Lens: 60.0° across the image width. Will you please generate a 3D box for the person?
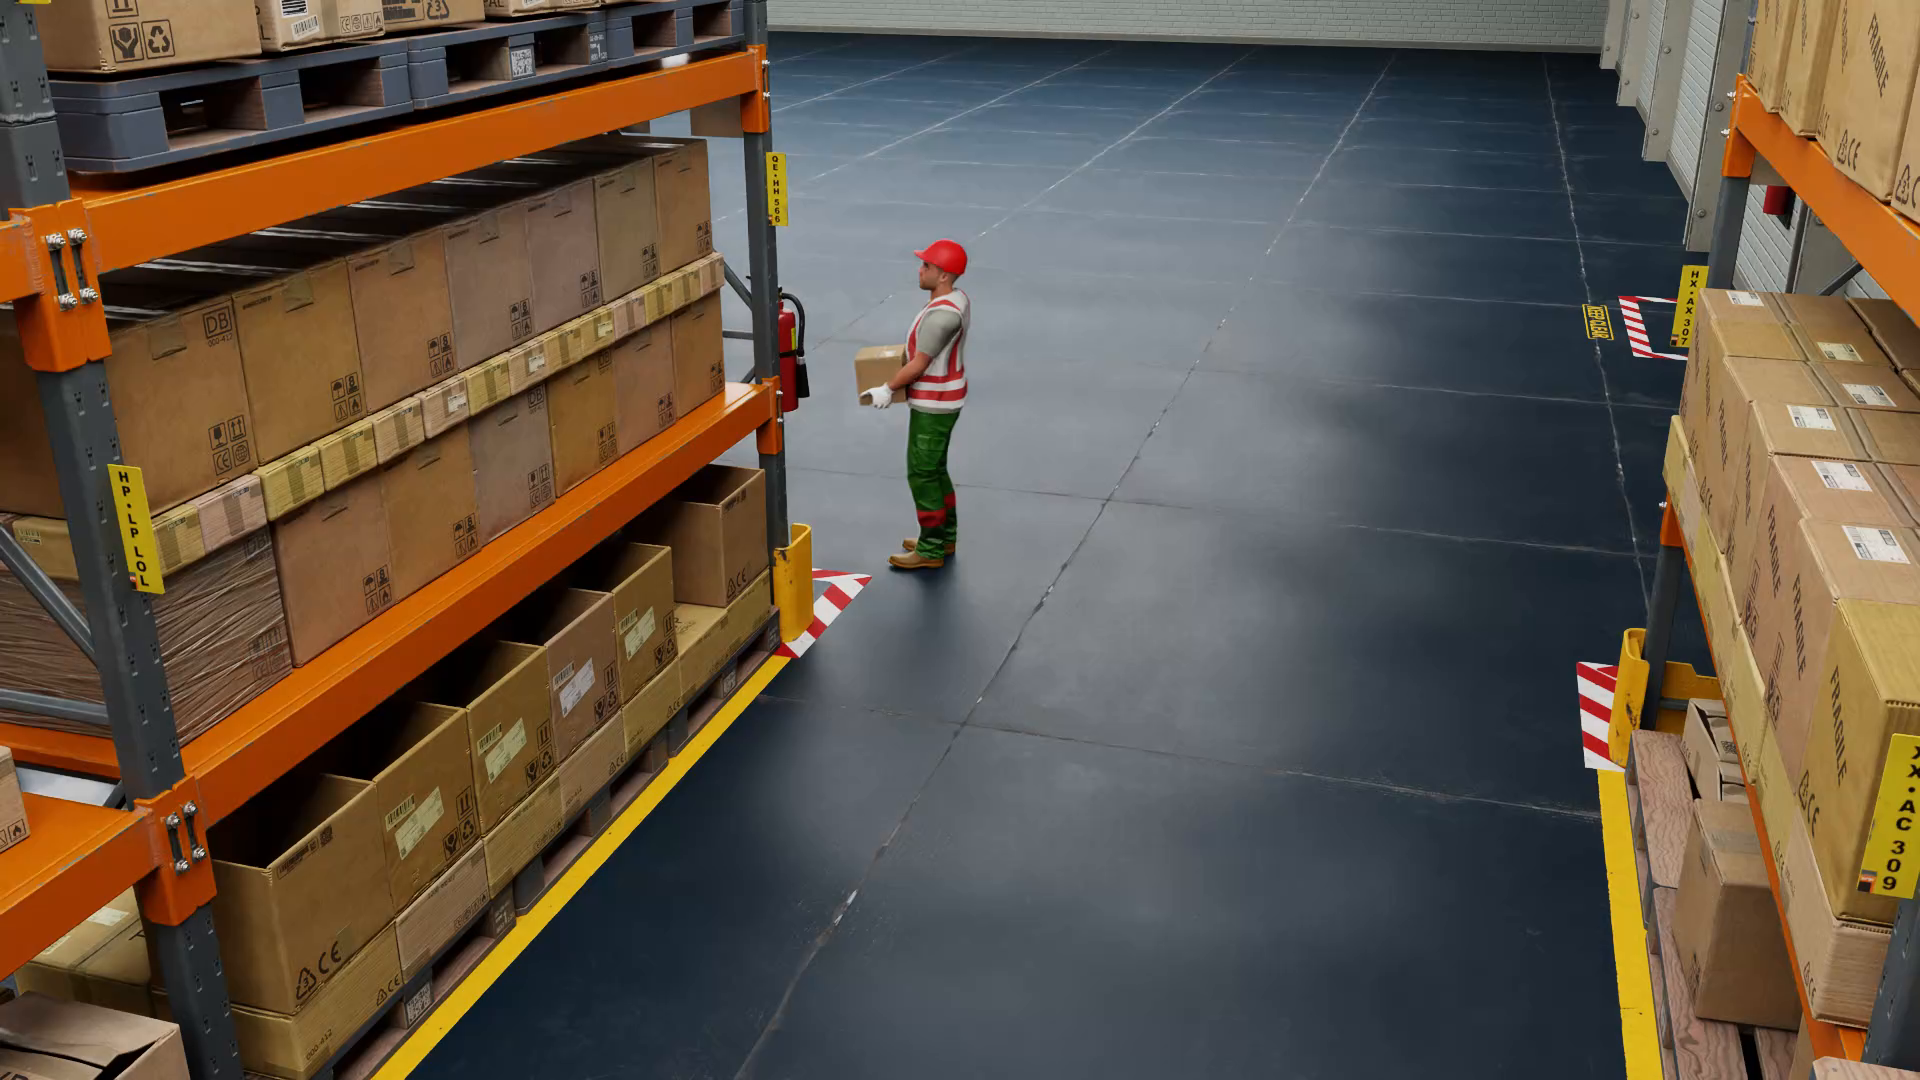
[{"bbox_3d":[-0.235,-0.717,8.857,0.564,1.787,0.505,2,22,4],"label":"person"}]
